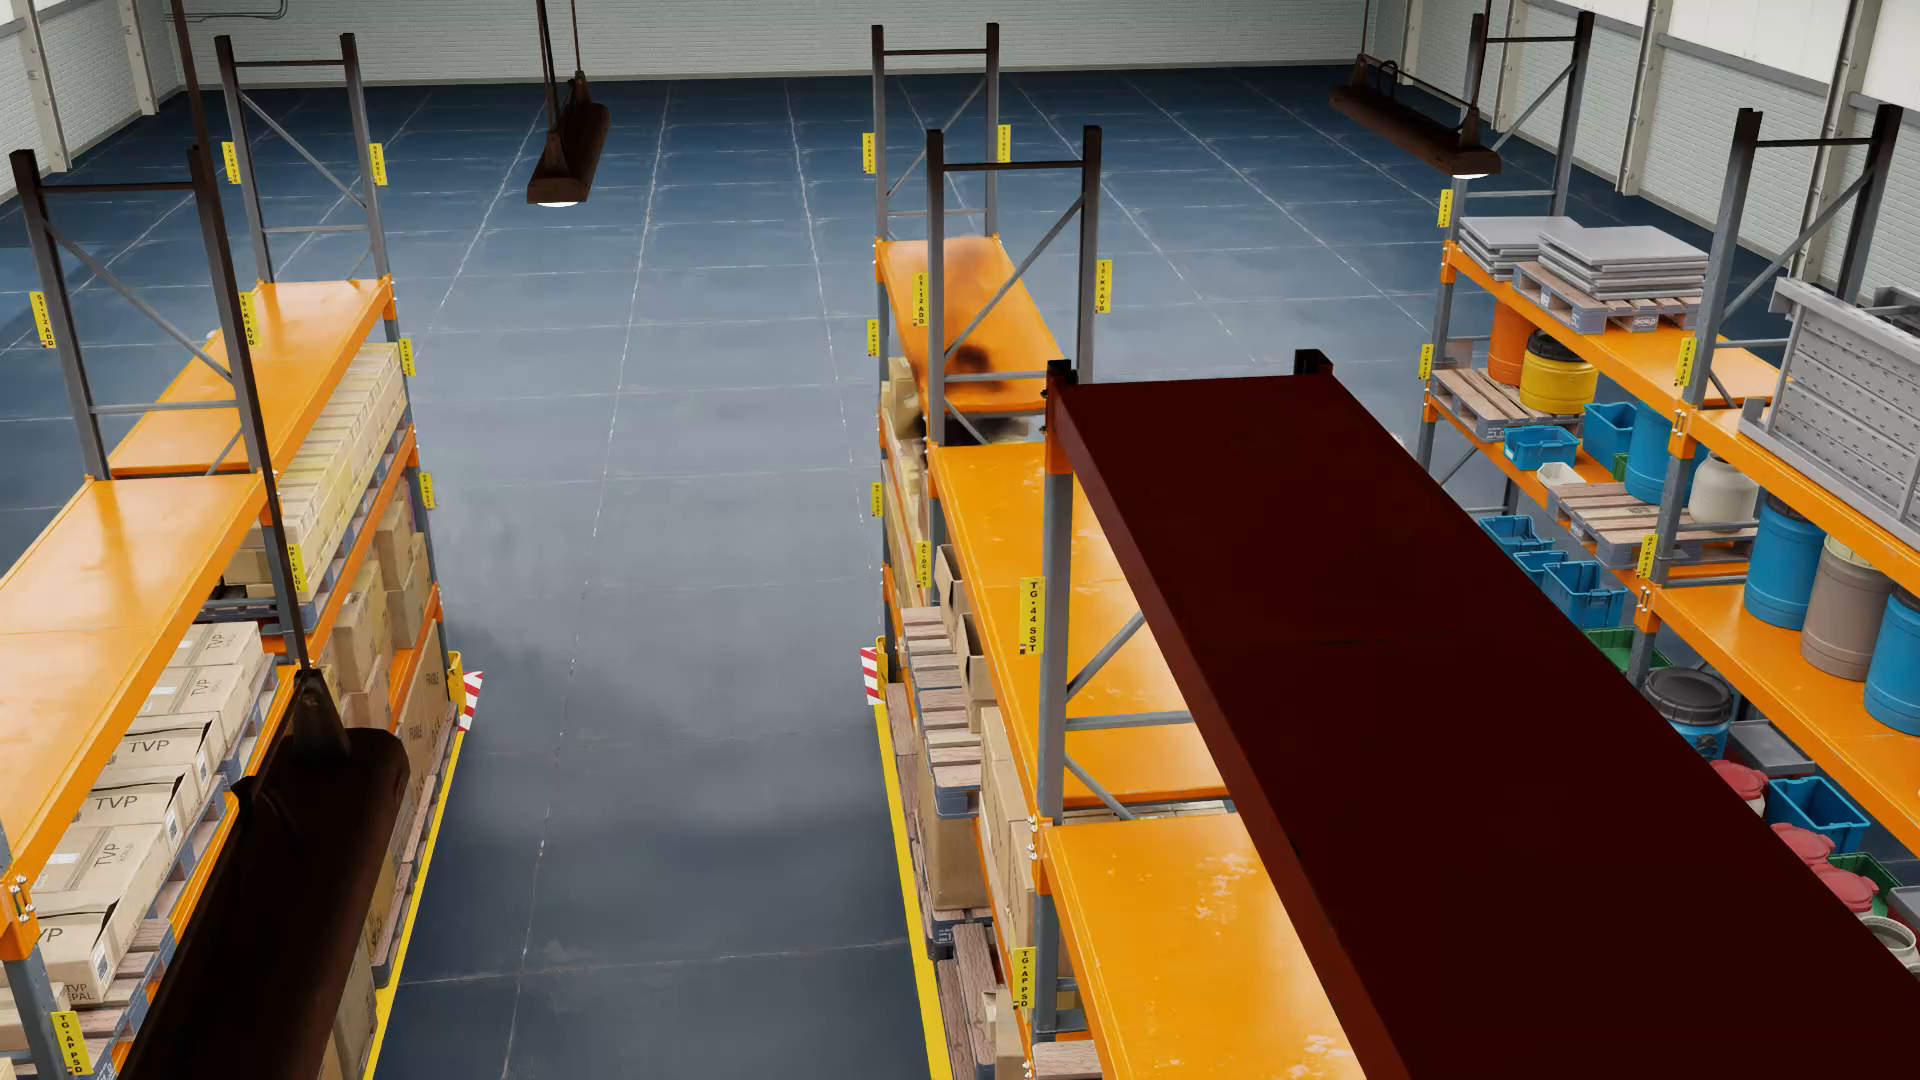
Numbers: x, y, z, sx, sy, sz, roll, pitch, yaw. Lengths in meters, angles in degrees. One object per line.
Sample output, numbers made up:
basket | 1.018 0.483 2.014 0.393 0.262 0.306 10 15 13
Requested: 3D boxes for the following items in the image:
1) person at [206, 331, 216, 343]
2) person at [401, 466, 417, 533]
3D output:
person | -8.801 -1.638 19.922 0.858 1.775 0.704 23 34 39
person | -5.597 -0.075 16.833 0.652 1.598 0.534 18 31 33
